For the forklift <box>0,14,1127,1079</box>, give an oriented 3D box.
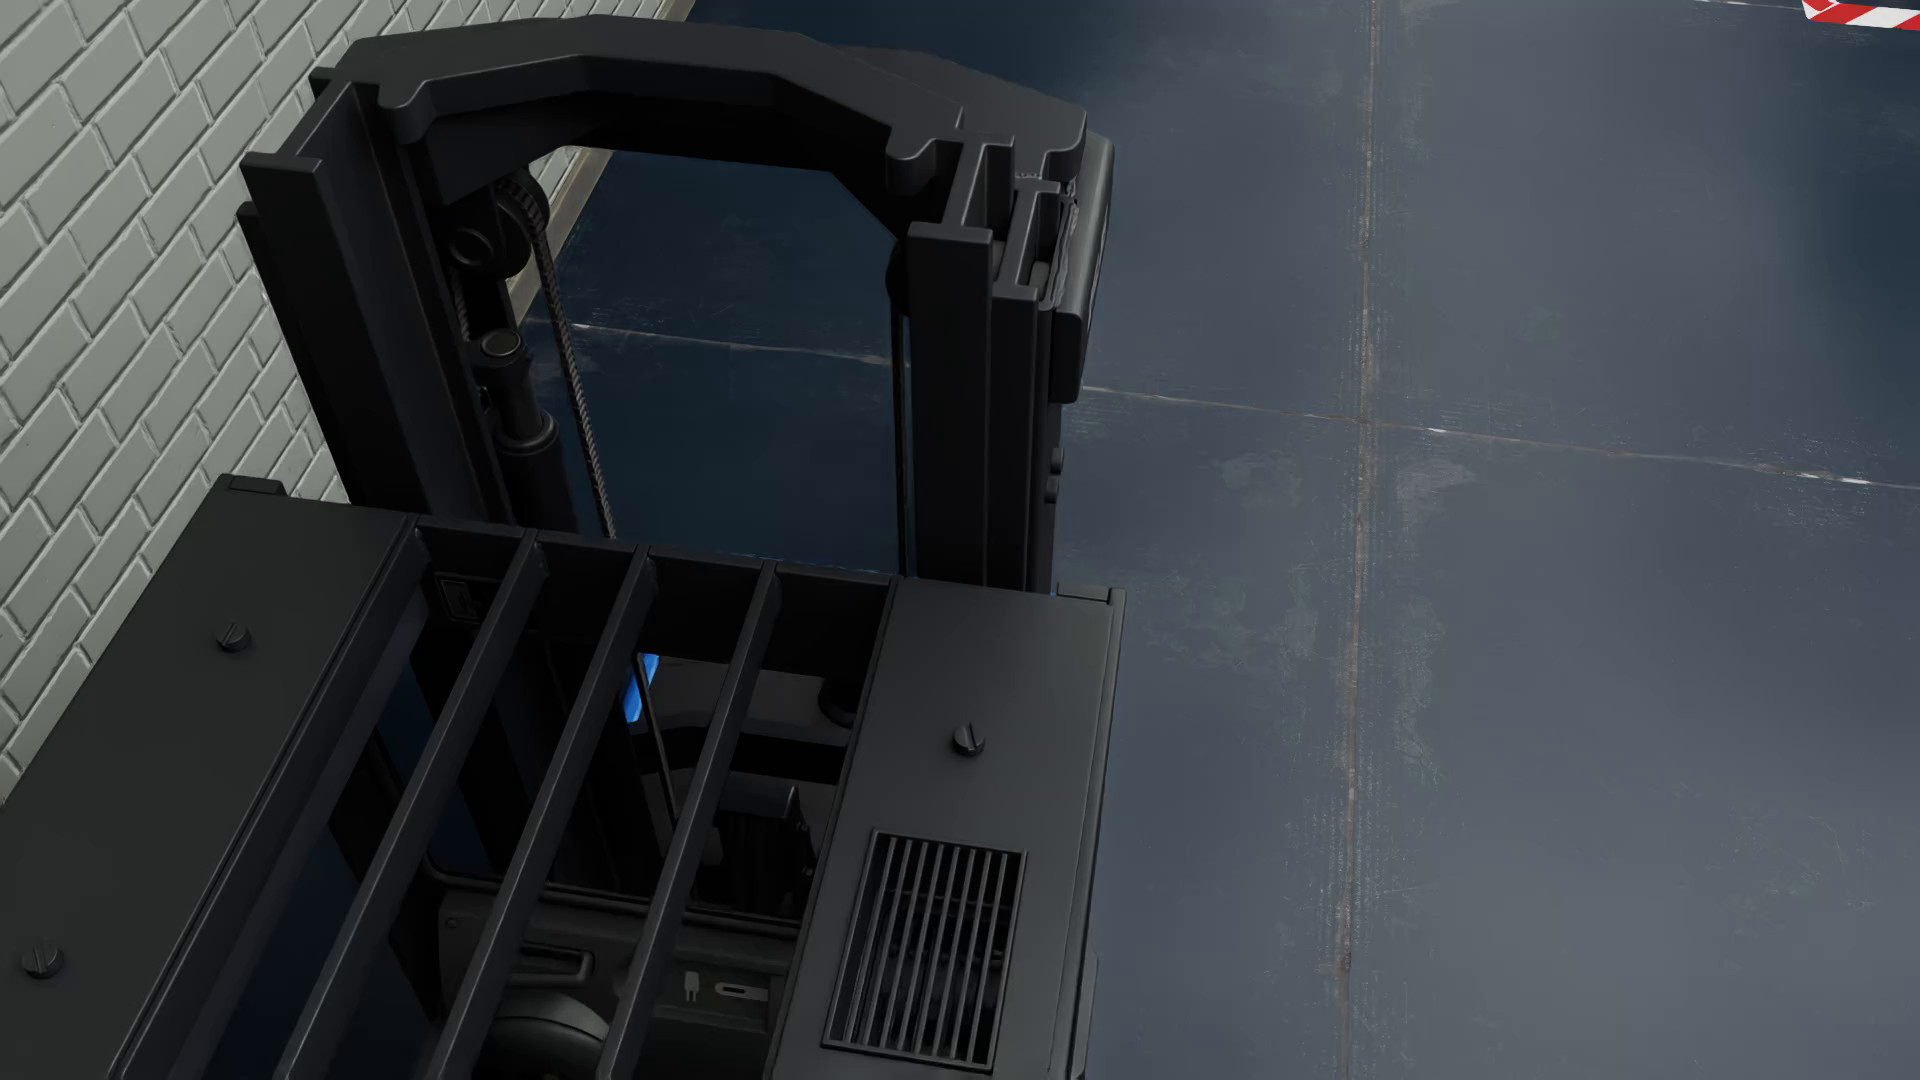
[{"bbox_3d":[-0.398,0.898,2.472,1.130,2.935,3.031,7,48,6],"label":"forklift"}]
